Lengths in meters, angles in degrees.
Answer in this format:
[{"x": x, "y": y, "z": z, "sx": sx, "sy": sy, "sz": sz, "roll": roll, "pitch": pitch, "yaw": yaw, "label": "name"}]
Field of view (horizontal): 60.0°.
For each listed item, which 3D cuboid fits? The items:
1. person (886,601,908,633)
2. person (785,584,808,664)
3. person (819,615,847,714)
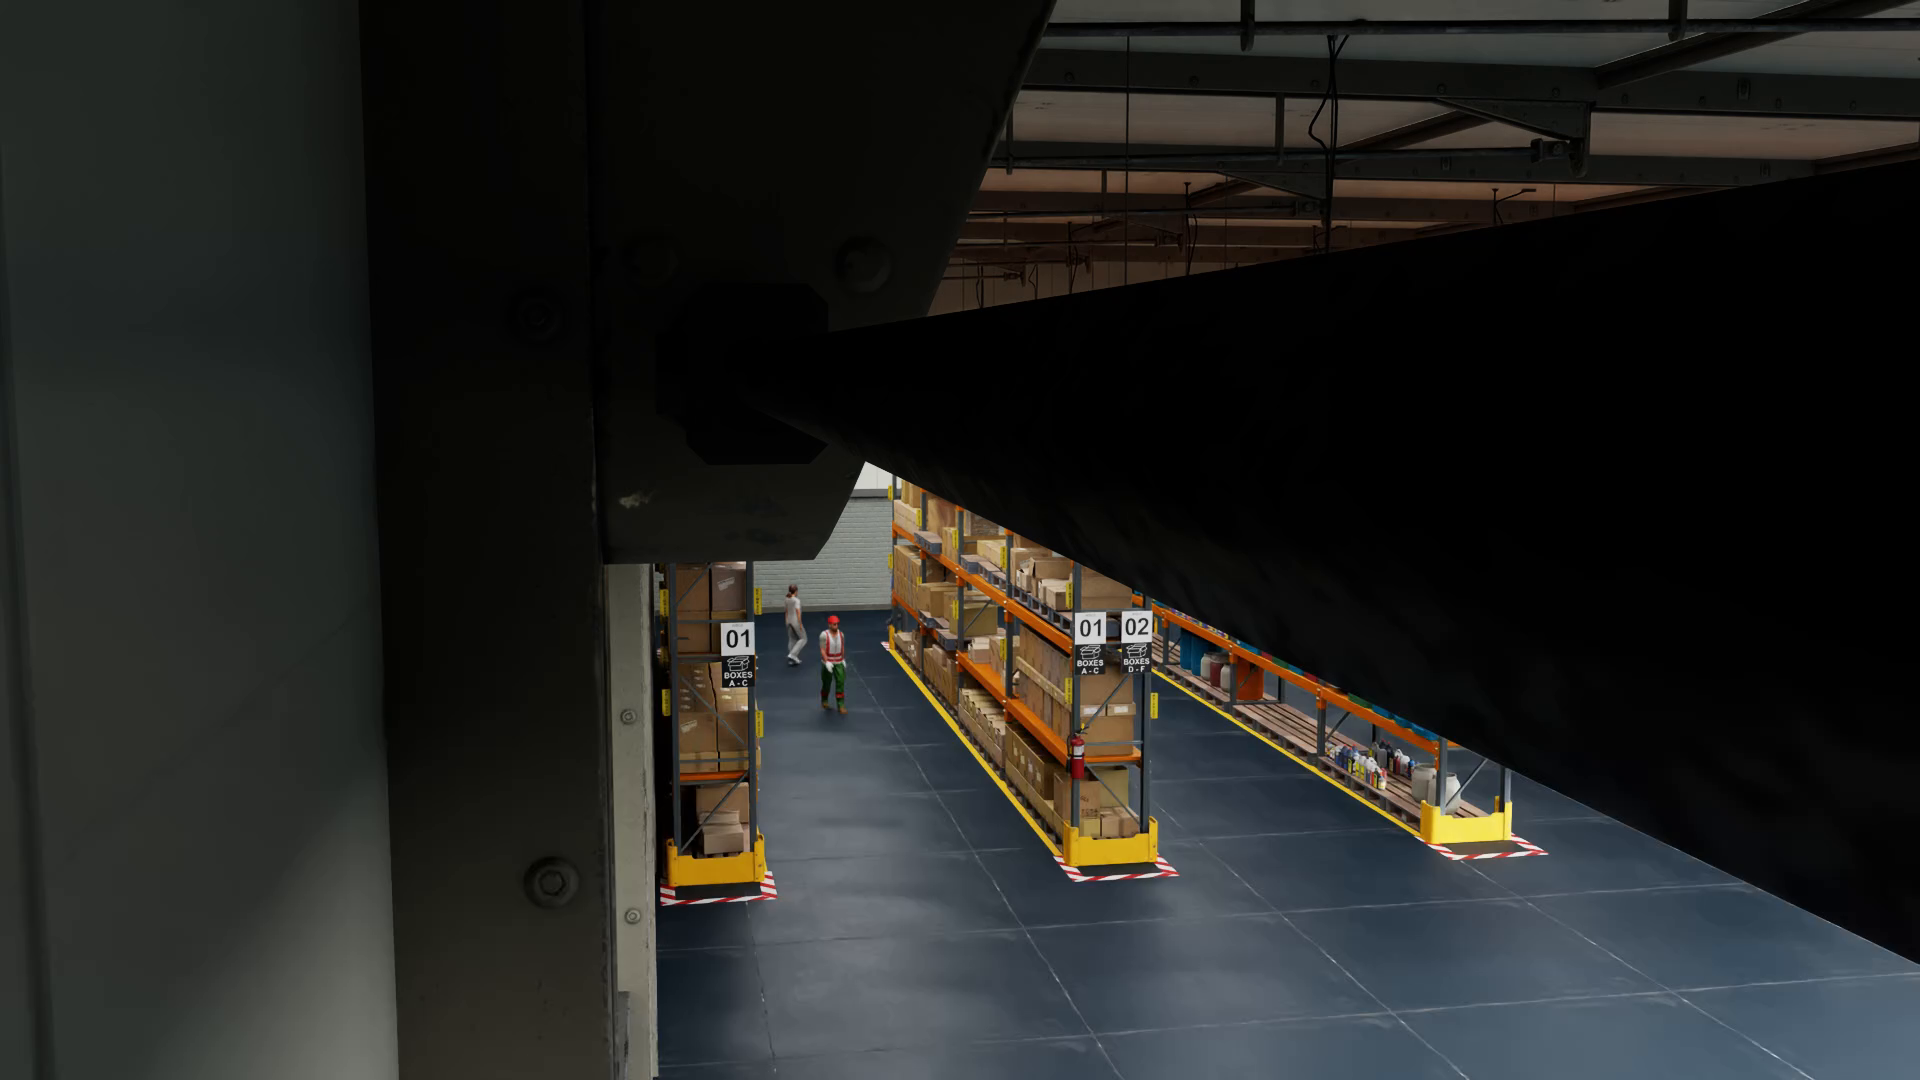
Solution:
[{"x": -1.387, "y": 1.473, "z": 38.238, "sx": 0.813, "sy": 1.434, "sz": 0.444, "roll": 3, "pitch": 7, "yaw": 29, "label": "person"}, {"x": -3.484, "y": 1.760, "z": 34.624, "sx": 0.474, "sy": 1.672, "sz": 0.474, "roll": 6, "pitch": 8, "yaw": 42, "label": "person"}, {"x": -2.249, "y": 2.218, "z": 29.930, "sx": 0.560, "sy": 1.728, "sz": 0.995, "roll": -3, "pitch": 7, "yaw": -25, "label": "person"}]
